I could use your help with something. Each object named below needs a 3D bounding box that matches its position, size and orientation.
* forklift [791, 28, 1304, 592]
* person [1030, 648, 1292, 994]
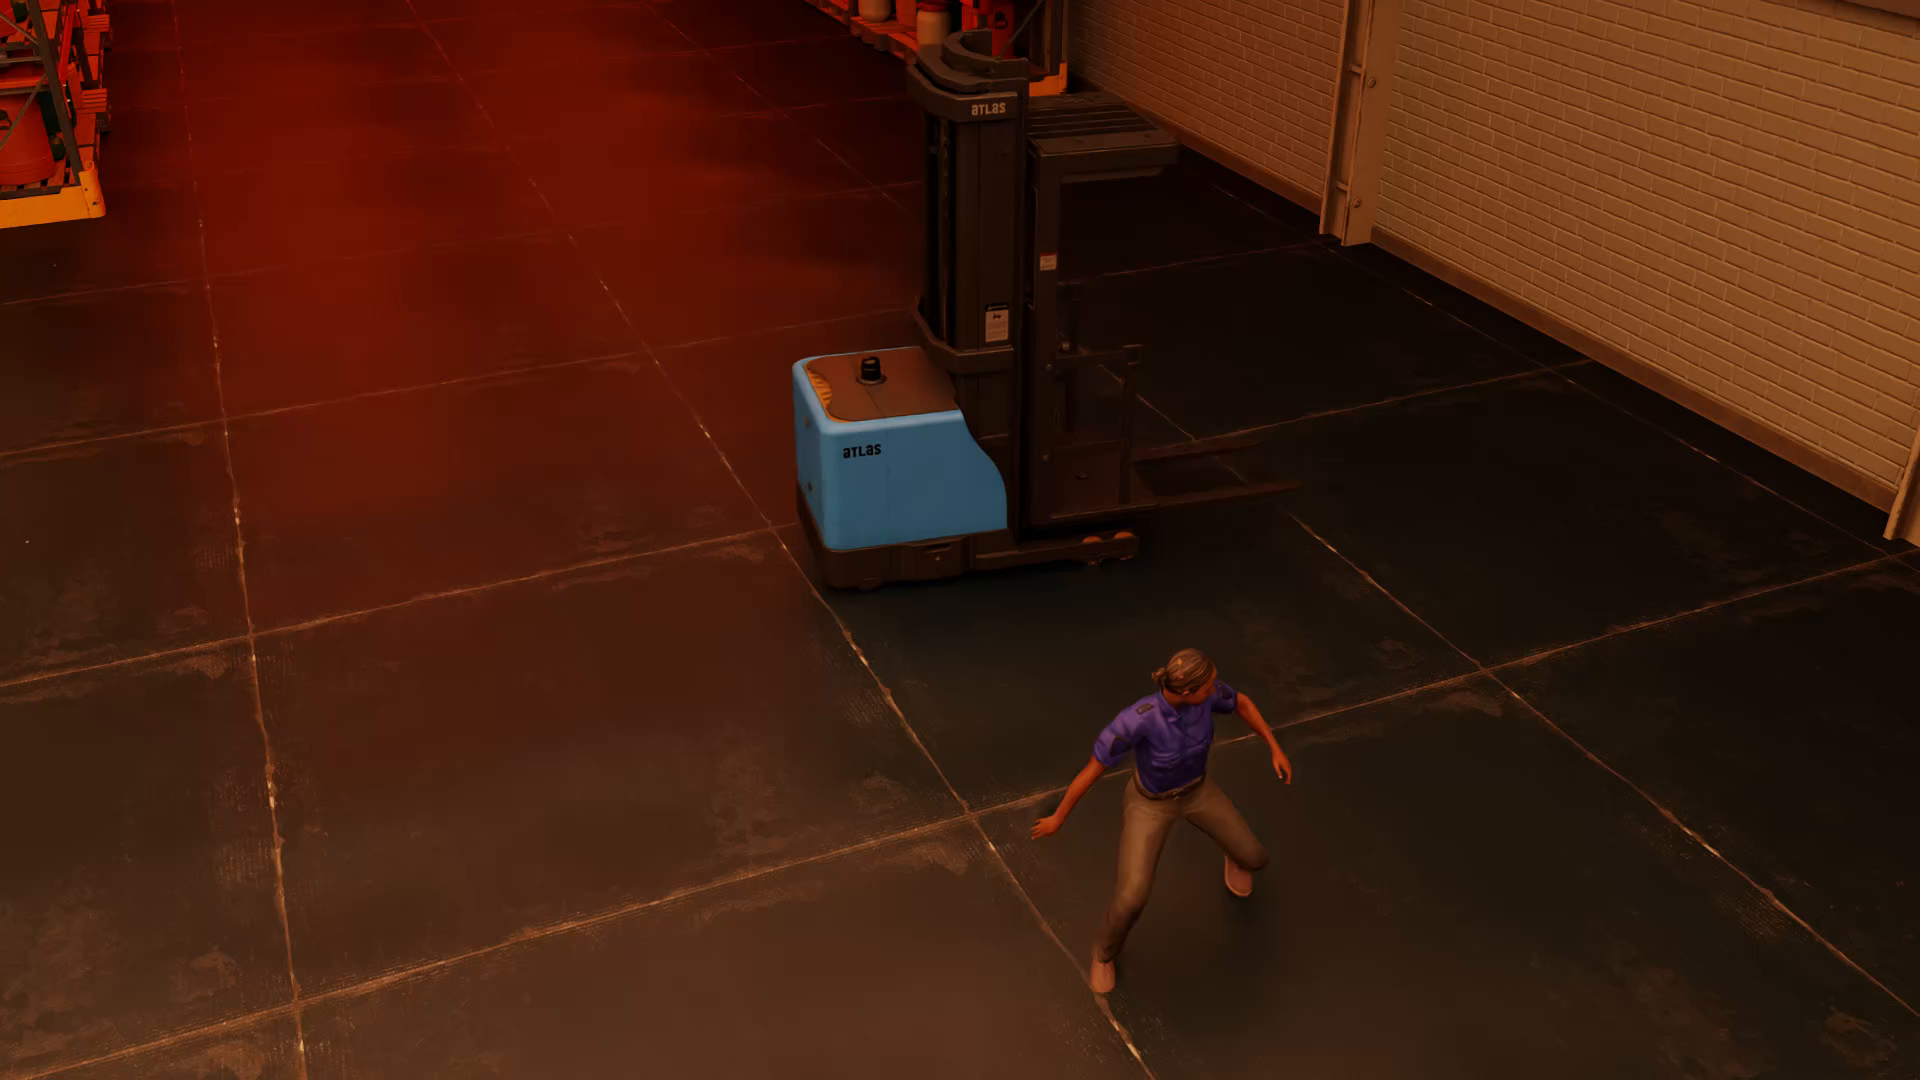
[{"bbox_3d":[0.570,-1.374,9.523,3.031,2.935,1.130,-8,31,-13],"label":"forklift"},{"bbox_3d":[0.824,1.075,6.740,1.085,1.548,0.483,-12,32,-20],"label":"person"}]
